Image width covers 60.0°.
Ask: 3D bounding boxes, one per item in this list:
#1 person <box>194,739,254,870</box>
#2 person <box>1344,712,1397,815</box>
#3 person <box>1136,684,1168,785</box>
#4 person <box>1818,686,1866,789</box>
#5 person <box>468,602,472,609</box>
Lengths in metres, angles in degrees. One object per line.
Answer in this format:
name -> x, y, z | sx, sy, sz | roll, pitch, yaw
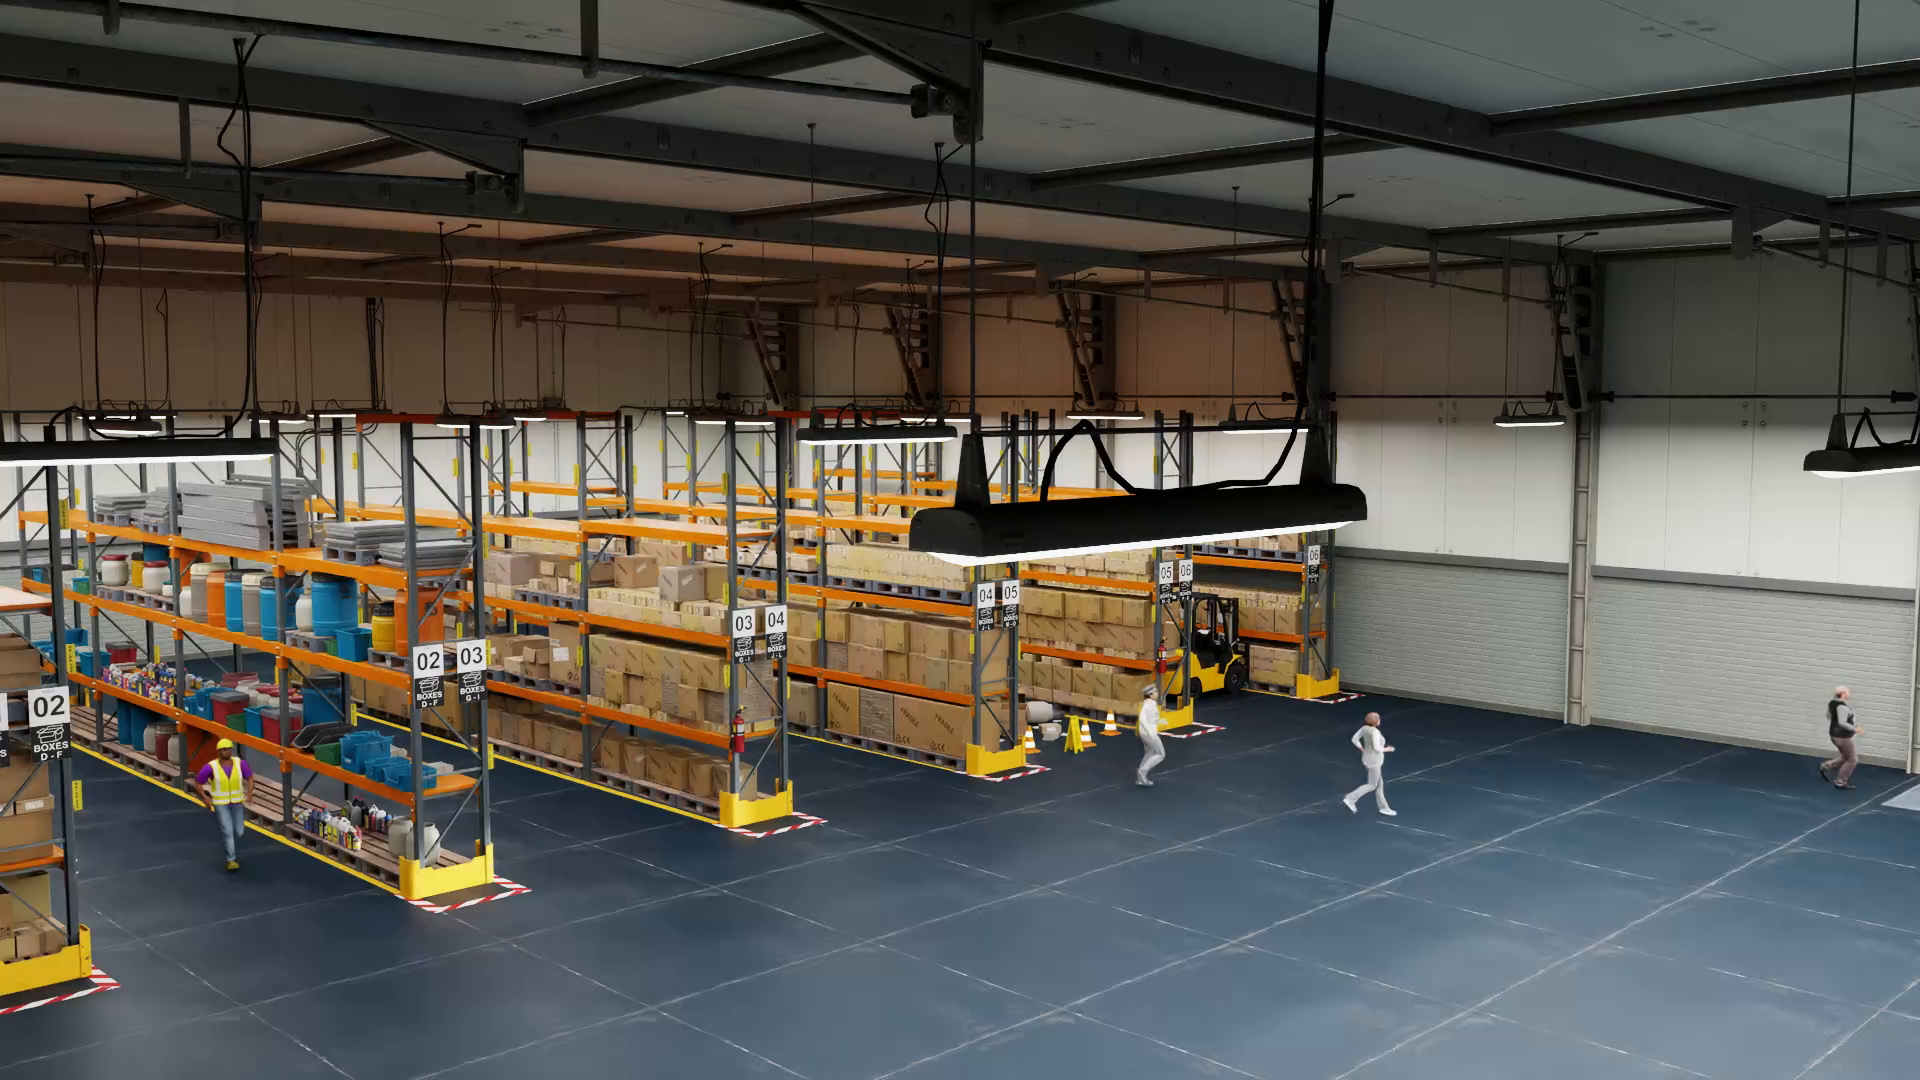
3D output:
person -> -9.870, 3.523, 22.362 | 0.739, 1.734, 0.795 | -4, 6, -40
person -> 6.167, 3.358, 24.892 | 0.847, 1.592, 0.538 | -1, 5, -10
person -> 3.135, 3.151, 27.038 | 0.549, 1.664, 0.598 | 0, 5, -4
person -> 14.191, 3.172, 26.757 | 0.607, 1.673, 0.656 | 1, 5, 12
person -> -11.128, 2.210, 37.469 | 0.711, 1.800, 0.957 | -4, 6, -37
